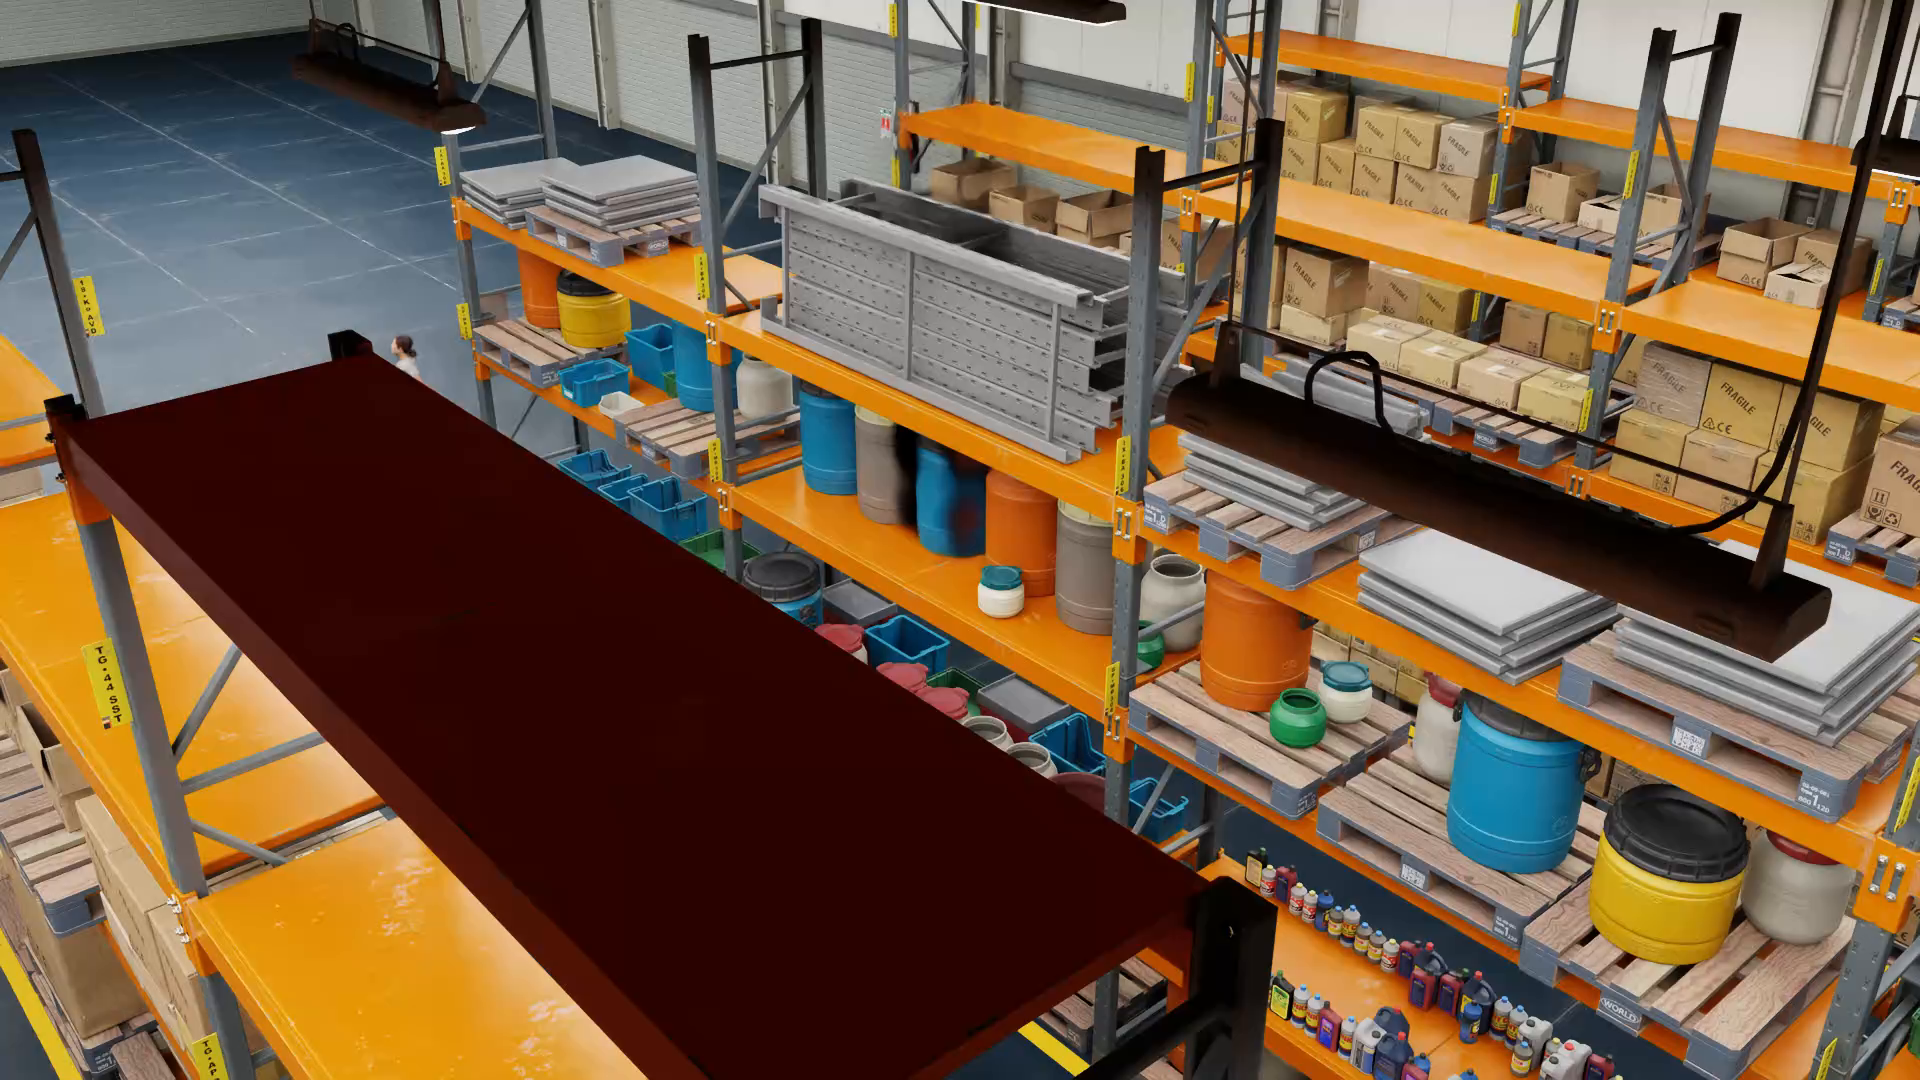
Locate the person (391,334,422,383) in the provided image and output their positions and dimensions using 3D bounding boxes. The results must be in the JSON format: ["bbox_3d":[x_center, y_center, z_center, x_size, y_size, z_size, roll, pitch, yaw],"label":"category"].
[{"bbox_3d":[-6.224,-1.516,18.752,0.668,1.649,0.574,-4,27,-7],"label":"person"}]
